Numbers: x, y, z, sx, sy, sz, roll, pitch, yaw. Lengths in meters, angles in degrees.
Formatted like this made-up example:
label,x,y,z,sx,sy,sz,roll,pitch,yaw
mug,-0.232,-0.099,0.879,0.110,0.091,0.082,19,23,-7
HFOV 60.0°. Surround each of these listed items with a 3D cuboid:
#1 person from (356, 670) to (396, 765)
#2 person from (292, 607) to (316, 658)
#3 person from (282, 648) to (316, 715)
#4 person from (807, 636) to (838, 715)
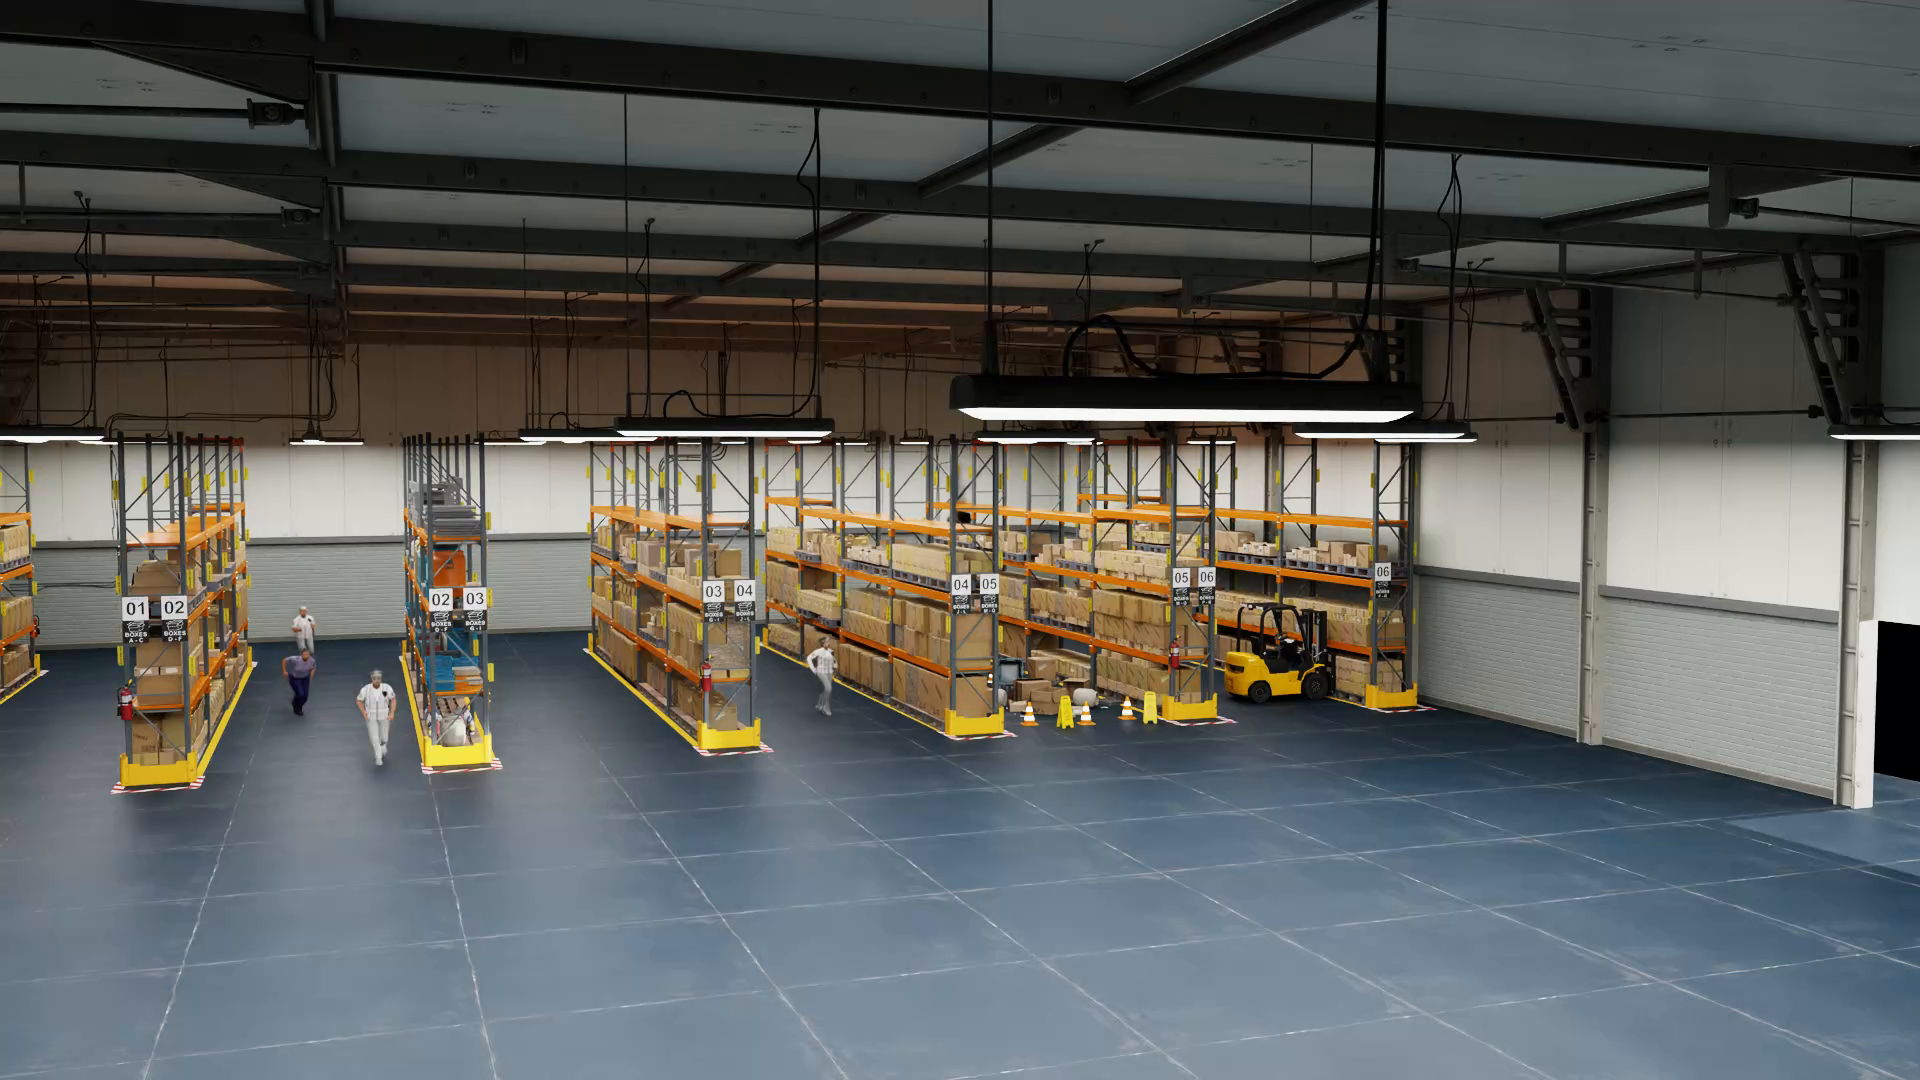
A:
label,x,y,z,sx,sy,sz,roll,pitch,yaw
person,-10.596,3.209,30.207,0.682,1.741,0.623,-1,3,-20
person,-16.846,2.555,42.760,0.597,1.691,0.579,-2,4,-28
person,-14.051,3.023,35.348,0.636,1.481,0.860,-3,4,-44
person,-2.915,2.916,35.792,0.603,1.718,0.714,-3,4,-43
